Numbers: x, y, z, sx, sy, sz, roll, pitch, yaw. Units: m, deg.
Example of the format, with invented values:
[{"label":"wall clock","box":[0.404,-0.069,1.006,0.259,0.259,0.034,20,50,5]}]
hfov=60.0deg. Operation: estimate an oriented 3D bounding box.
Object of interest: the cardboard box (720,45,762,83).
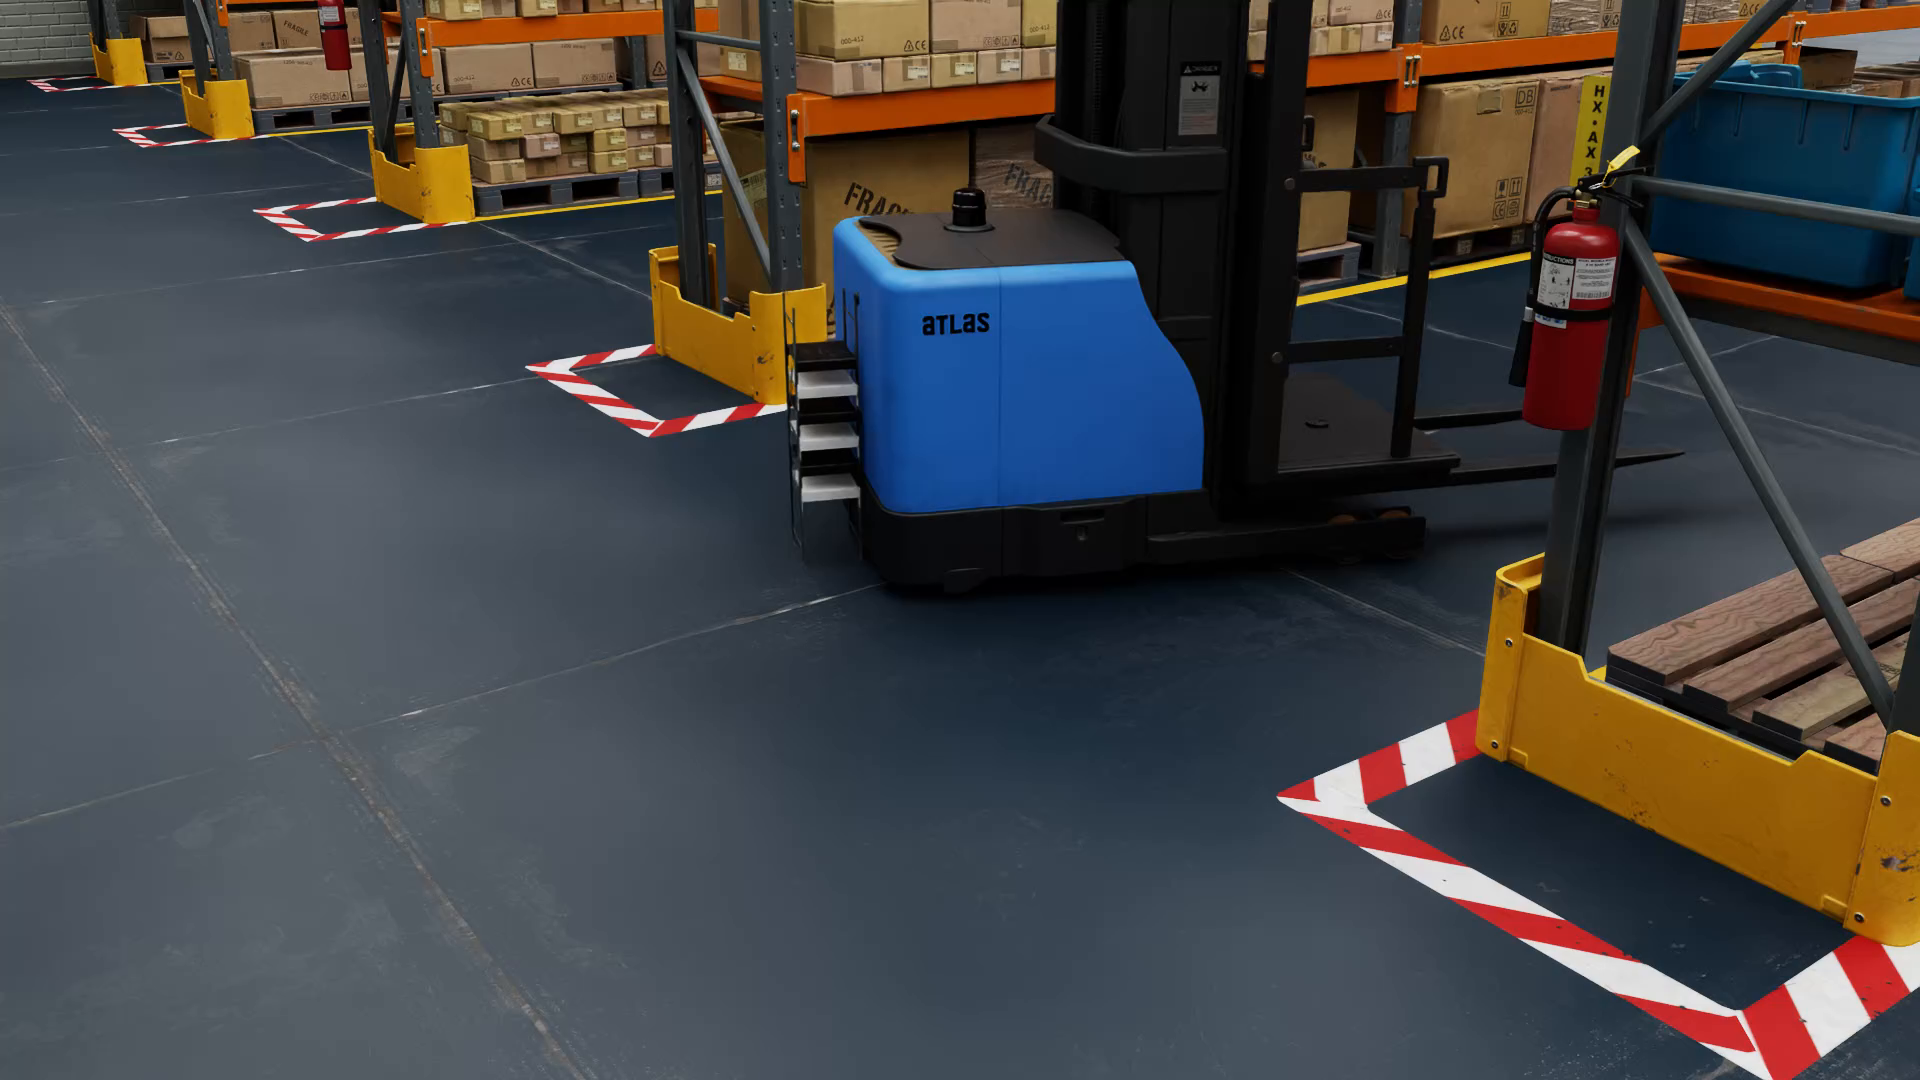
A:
[{"label":"cardboard box","box":[-0.936,-2.260,7.853,0.250,0.149,0.380,-14,26,-32]}]

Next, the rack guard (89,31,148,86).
[{"label":"rack guard","box":[-9.660,-5.530,19.081,0.348,0.500,1.175,-15,26,-33]}]

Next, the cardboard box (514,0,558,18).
[{"label":"cardboard box","box":[-2.961,-3.680,11.409,0.250,0.149,0.380,-16,27,-34]}]

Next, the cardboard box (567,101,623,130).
[{"label":"cardboard box","box":[-2.637,-3.064,12.005,0.250,0.149,0.380,-16,27,-35]}]

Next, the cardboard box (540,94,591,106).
[{"label":"cardboard box","box":[-2.945,-3.222,12.400,0.250,0.149,0.380,-16,27,-35]}]

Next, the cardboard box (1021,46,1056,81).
[{"label":"cardboard box","box":[0.282,-2.285,7.914,0.250,0.149,0.380,-16,27,-34]}]

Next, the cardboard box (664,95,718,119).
[{"label":"cardboard box","box":[-2.018,-3.248,12.465,0.250,0.149,0.380,-15,26,-33]}]

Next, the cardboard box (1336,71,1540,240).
[{"label":"cardboard box","box":[2.722,-2.420,10.213,0.875,0.875,1.225,-15,26,-33]}]

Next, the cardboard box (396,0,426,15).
[{"label":"cardboard box","box":[-3.747,-3.754,11.596,0.250,0.149,0.380,-15,26,-33]}]

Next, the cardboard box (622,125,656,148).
[{"label":"cardboard box","box":[-2.438,-2.991,12.224,0.250,0.149,0.380,-16,27,-35]}]

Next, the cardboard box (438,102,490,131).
[{"label":"cardboard box","box":[-3.565,-3.053,11.978,0.250,0.149,0.380,-15,26,-32]}]

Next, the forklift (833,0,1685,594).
[{"label":"forklift","box":[1.114,-1.463,5.607,3.031,2.935,1.130,-5,22,-13]}]

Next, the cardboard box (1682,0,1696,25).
[{"label":"cardboard box","box":[4.378,-3.578,10.681,0.500,0.500,0.500,-16,27,-35]}]

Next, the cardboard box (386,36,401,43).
[{"label":"cardboard box","box":[-7.045,-6.180,20.458,0.258,0.266,0.396,-14,26,-31]}]

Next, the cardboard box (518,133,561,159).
[{"label":"cardboard box","box":[-3.017,-2.803,11.751,0.250,0.149,0.380,-15,26,-33]}]

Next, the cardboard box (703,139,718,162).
[{"label":"cardboard box","box":[-1.987,-2.942,12.502,0.250,0.149,0.380,-15,26,-33]}]

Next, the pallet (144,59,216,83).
[{"label":"pallet","box":[-9.014,-5.569,19.568,1.213,0.211,1.003,-15,26,-33]}]

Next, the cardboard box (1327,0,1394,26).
[{"label":"cardboard box","box":[2.009,-2.961,9.070,0.500,0.250,0.500,-15,26,-34]}]

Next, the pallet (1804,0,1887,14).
[{"label":"pallet","box":[5.978,-4.030,12.207,1.003,0.211,1.213,-15,26,-33]}]

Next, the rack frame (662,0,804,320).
[{"label":"rack frame","box":[-1.032,-2.201,7.365,0.127,3.000,1.000,-15,26,-33]}]

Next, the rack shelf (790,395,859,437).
[{"label":"rack shelf","box":[-0.462,-0.429,5.604,0.200,0.077,0.258,-5,22,-13]}]

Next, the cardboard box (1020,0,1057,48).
[{"label":"cardboard box","box":[0.343,-2.514,7.951,0.500,0.250,0.500,-16,27,-35]}]

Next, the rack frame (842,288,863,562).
[{"label":"rack frame","box":[-0.364,-0.385,5.647,0.006,0.900,0.240,-5,22,-13]}]

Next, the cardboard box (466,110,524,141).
[{"label":"cardboard box","box":[-3.223,-2.874,11.528,0.250,0.149,0.380,-16,27,-35]}]

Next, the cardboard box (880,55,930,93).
[{"label":"cardboard box","box":[-0.344,-2.118,7.496,0.250,0.149,0.380,-15,26,-34]}]

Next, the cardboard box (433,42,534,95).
[{"label":"cardboard box","box":[-4.872,-4.756,16.657,0.875,0.438,0.875,-16,27,-34]}]

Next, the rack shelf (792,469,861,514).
[{"label":"rack shelf","box":[-0.462,-0.178,5.704,0.200,0.077,0.258,-5,22,-13]}]

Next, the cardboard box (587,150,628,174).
[{"label":"cardboard box","box":[-2.601,-2.763,12.052,0.250,0.149,0.380,-15,26,-32]}]

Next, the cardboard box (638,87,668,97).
[{"label":"cardboard box","box":[-2.284,-3.385,12.810,0.250,0.149,0.380,-15,26,-33]}]

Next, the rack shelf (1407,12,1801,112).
[{"label":"rack shelf","box":[3.838,-3.166,10.753,4.000,0.370,1.077,-15,26,-33]}]

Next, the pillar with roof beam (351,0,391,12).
[{"label":"pillar with roof beam","box":[-5.052,-9.152,16.691,0.400,9.000,9.100,-15,26,-33]}]

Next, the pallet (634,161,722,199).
[{"label":"pallet","box":[-2.116,-2.864,12.789,1.213,0.211,1.003,-15,26,-33]}]

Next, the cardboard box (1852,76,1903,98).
[{"label":"cardboard box","box":[6.893,-3.376,13.088,0.500,0.500,0.700,-12,25,-28]}]

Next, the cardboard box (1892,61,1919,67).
[{"label":"cardboard box","box":[8.198,-3.715,13.939,0.500,0.500,0.700,-17,28,-37]}]

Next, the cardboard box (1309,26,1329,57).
[{"label":"cardboard box","box":[1.741,-2.674,8.890,0.250,0.149,0.380,-15,26,-34]}]

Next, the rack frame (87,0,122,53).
[{"label":"rack frame","box":[-9.722,-6.675,18.577,0.127,3.000,1.000,-15,26,-33]}]

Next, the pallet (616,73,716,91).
[{"label":"pallet","box":[-2.991,-4.943,17.998,1.213,0.211,1.003,-15,26,-33]}]

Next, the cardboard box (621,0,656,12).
[{"label":"cardboard box","box":[-2.379,-3.873,11.894,0.250,0.149,0.380,-16,27,-34]}]

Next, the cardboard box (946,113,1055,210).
[{"label":"cardboard box","box":[0.179,-1.769,8.582,0.875,0.875,0.875,-15,26,-33]}]

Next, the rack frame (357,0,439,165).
[{"label":"rack frame","box":[-3.847,-3.715,11.159,0.127,3.000,1.000,-15,26,-33]}]

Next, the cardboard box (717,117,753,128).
[{"label":"cardboard box","box":[-1.775,-3.163,12.654,0.250,0.149,0.380,-16,27,-35]}]

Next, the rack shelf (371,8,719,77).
[{"label":"rack shelf","box":[-2.224,-3.814,12.377,4.000,0.370,1.077,-15,26,-33]}]

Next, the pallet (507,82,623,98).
[{"label":"pallet","box":[-4.236,-4.612,17.169,1.213,0.211,1.003,-15,26,-33]}]

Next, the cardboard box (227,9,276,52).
[{"label":"cardboard box","box":[-8.453,-5.986,19.657,0.500,0.500,0.700,-14,26,-31]}]

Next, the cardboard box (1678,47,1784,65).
[{"label":"cardboard box","box":[4.889,-2.998,11.662,0.875,0.875,1.225,-16,27,-35]}]

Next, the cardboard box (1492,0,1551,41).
[{"label":"cardboard box","box":[3.142,-3.247,9.851,0.500,0.500,0.500,-15,26,-33]}]

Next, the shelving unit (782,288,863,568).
[{"label":"shelving unit","box":[-0.462,-0.376,5.625,0.210,0.900,0.258,-5,22,-13]}]

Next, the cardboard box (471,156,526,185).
[{"label":"cardboard box","box":[-3.235,-2.603,11.653,0.250,0.149,0.380,-14,26,-32]}]

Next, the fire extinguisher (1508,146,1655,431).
[{"label":"fire extinguisher","box":[1.472,-0.606,3.975,0.183,0.674,0.296,-15,26,-33]}]

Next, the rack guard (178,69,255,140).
[{"label":"rack guard","box":[-6.839,-4.016,15.287,0.348,0.500,1.175,-15,26,-33]}]
